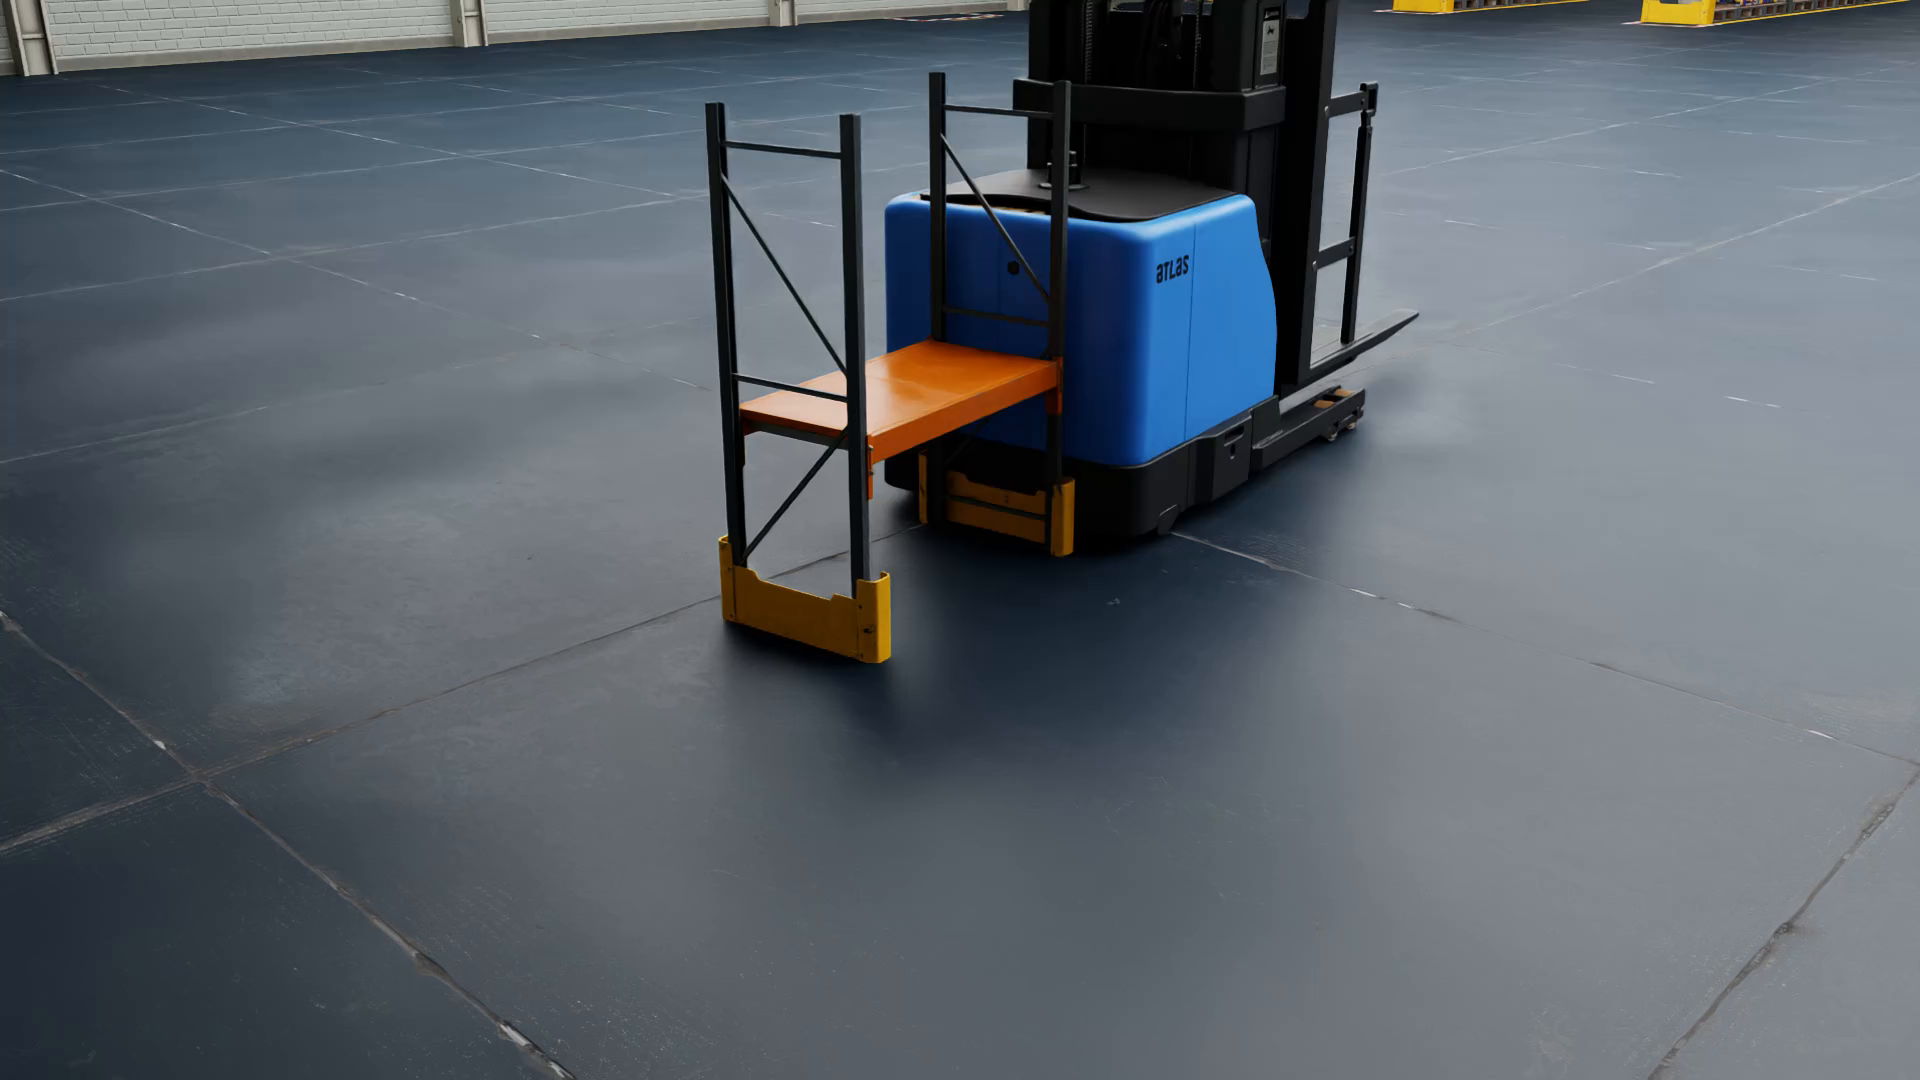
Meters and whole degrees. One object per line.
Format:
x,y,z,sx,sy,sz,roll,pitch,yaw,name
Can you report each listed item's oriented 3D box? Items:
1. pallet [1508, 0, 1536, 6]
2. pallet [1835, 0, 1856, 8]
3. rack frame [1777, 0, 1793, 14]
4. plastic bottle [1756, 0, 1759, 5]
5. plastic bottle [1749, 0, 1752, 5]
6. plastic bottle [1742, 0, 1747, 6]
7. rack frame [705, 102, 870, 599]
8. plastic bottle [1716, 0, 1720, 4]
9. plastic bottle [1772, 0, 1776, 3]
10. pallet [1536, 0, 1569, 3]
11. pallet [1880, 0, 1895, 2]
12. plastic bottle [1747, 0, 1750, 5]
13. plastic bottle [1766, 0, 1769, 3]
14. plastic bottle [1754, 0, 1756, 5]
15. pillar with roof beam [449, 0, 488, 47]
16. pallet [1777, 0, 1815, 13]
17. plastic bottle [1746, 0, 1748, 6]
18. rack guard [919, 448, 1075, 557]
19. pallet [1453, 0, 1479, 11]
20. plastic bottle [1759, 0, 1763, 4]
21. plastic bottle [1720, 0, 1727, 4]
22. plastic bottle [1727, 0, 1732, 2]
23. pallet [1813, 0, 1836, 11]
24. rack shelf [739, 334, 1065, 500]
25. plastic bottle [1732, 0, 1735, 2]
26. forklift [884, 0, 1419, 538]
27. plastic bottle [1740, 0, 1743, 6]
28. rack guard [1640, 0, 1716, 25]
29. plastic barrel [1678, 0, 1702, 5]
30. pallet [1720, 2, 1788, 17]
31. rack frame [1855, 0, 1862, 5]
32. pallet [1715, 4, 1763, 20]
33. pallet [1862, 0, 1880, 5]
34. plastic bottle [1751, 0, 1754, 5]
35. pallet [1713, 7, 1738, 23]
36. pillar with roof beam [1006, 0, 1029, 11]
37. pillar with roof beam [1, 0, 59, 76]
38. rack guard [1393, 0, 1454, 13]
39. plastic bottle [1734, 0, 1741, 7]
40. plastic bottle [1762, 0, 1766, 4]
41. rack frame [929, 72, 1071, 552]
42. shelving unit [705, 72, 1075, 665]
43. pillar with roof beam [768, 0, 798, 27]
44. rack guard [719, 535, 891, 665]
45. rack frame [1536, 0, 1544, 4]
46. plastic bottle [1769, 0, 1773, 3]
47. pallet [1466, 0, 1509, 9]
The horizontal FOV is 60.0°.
11.221,-11.229,34.495,1.003,0.211,1.213,19,28,41,pallet
17.574,-11.021,33.954,1.003,0.211,1.213,19,28,41,pallet
15.352,-11.484,31.272,1.000,3.000,0.127,19,28,41,rack frame
14.634,-10.007,30.613,0.135,0.276,0.152,-20,28,-41,plastic bottle
14.428,-9.882,30.392,0.097,0.201,0.097,0,21,0,plastic bottle
14.221,-9.835,30.154,0.133,0.283,0.061,-20,28,-41,plastic bottle
-0.463,-0.413,4.560,0.500,1.500,0.032,14,25,32,rack frame
14.051,-10.055,30.841,0.097,0.201,0.097,0,21,0,plastic bottle
15.253,-10.215,31.144,0.133,0.283,0.061,-18,28,-39,plastic bottle
12.292,-11.622,35.518,1.003,0.211,1.213,19,28,41,pallet
19.514,-11.736,35.814,1.003,0.211,1.213,19,28,41,pallet
14.359,-9.889,30.313,0.097,0.271,0.097,0,21,0,plastic bottle
14.975,-10.166,30.921,0.144,0.351,0.185,18,27,38,plastic bottle
14.571,-9.935,30.529,0.097,0.201,0.097,0,21,0,plastic bottle
-4.141,-10.428,20.161,9.100,9.000,0.400,19,28,41,pillar with roof beam
15.872,-10.394,32.323,1.003,0.211,1.213,19,28,41,pallet
14.289,-9.864,30.246,0.097,0.271,0.097,0,21,0,plastic bottle
0.116,-0.129,5.562,0.587,0.250,0.087,14,25,32,rack guard
9.519,-10.602,32.864,1.003,0.211,1.213,19,28,41,pallet
14.750,-10.083,30.705,0.144,0.351,0.185,19,28,40,plastic bottle
14.187,-10.126,30.922,0.152,0.276,0.135,19,28,41,plastic bottle
14.477,-10.245,31.237,0.097,0.271,0.097,0,21,0,plastic bottle
16.723,-10.709,33.142,1.003,0.211,1.213,19,28,41,pallet
-0.173,-0.395,5.014,0.538,0.185,1.000,14,25,32,rack shelf
14.595,-10.313,31.305,0.144,0.351,0.185,19,28,41,plastic bottle
0.987,-1.845,6.290,1.130,2.935,3.031,14,25,32,forklift
14.122,-9.770,30.099,0.097,0.201,0.097,0,21,0,plastic bottle
12.581,-9.320,29.127,1.175,0.500,0.348,19,28,41,rack guard
12.966,-9.679,29.458,0.421,0.512,0.421,0,21,0,plastic barrel
14.854,-10.020,31.350,1.003,0.211,1.213,19,28,41,pallet
18.142,-12.512,33.947,1.000,3.000,0.127,19,28,41,rack frame
14.002,-9.705,30.530,1.003,0.211,1.213,19,28,41,pallet
18.663,-11.424,35.002,1.003,0.211,1.213,19,28,41,pallet
14.500,-9.942,30.448,0.097,0.271,0.097,0,21,0,plastic bottle
13.151,-9.393,29.718,1.003,0.211,1.213,19,28,41,pallet
4.231,-13.512,28.187,9.100,9.000,0.400,19,28,41,pillar with roof beam
-8.326,-8.885,16.149,9.100,9.000,0.400,19,28,41,pillar with roof beam
8.998,-10.523,32.257,1.175,0.500,0.348,19,28,41,rack guard
14.050,-9.776,30.017,0.097,0.271,0.097,0,21,0,plastic bottle
14.892,-10.082,30.797,0.133,0.283,0.061,-18,27,-39,plastic bottle
0.117,-0.713,5.339,0.500,1.500,0.032,14,25,32,rack frame
-0.168,-0.566,4.956,0.587,1.500,1.083,14,25,32,shelving unit
0.045,-11.970,24.174,9.100,9.000,0.400,19,28,41,pillar with roof beam
-0.452,0.164,4.799,0.587,0.250,0.087,14,25,32,rack guard
11.806,-12.725,34.500,1.000,3.000,0.127,19,28,41,rack frame
15.109,-10.215,31.050,0.144,0.351,0.185,18,28,39,plastic bottle
10.370,-10.914,33.676,1.003,0.211,1.213,19,28,41,pallet
